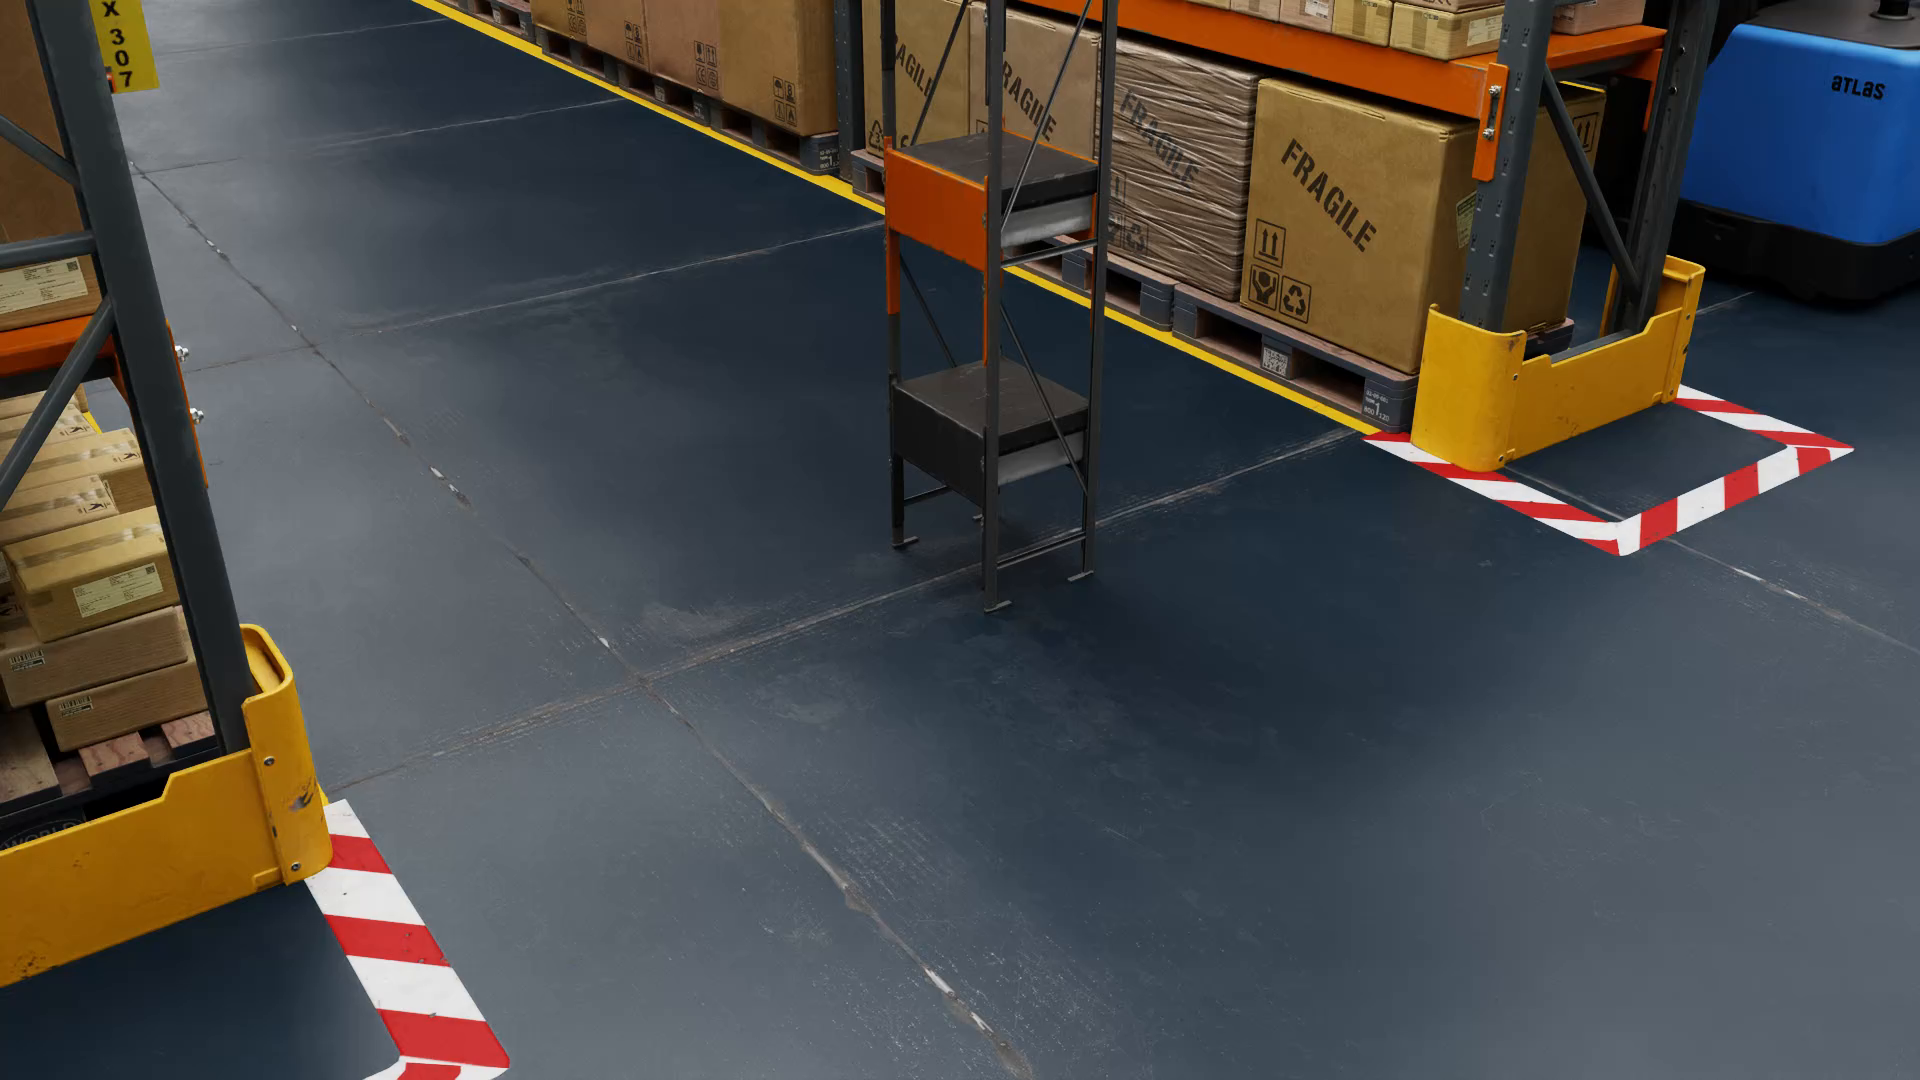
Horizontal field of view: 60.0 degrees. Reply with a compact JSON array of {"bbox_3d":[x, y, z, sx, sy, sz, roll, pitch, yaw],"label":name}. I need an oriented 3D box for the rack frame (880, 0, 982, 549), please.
[{"bbox_3d":[-0.046,-0.953,4.805,0.400,2.100,0.015,-19,34,-31],"label":"rack frame"}]

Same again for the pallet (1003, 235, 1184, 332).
[{"bbox_3d":[0.899,-1.310,7.442,1.003,0.211,1.213,-19,34,-31],"label":"pallet"}]

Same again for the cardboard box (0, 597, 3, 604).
[{"bbox_3d":[-2.391,0.031,4.285,0.380,0.149,0.250,-18,33,-30],"label":"cardboard box"}]

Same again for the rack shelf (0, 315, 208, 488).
[{"bbox_3d":[-3.129,-0.900,4.519,1.077,0.370,4.000,-19,34,-31],"label":"rack shelf"}]

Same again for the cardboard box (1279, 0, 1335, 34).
[{"bbox_3d":[1.357,-1.909,5.885,0.380,0.149,0.250,-19,34,-31],"label":"cardboard box"}]

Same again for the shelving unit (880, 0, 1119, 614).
[{"bbox_3d":[0.096,-0.858,4.630,0.431,2.100,0.503,-19,34,-31],"label":"shelving unit"}]

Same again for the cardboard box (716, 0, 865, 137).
[{"bbox_3d":[-0.578,-2.822,9.089,1.225,0.875,0.875,-19,34,-30],"label":"cardboard box"}]

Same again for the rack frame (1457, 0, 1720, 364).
[{"bbox_3d":[2.130,-1.773,5.371,1.000,3.000,0.127,-19,34,-31],"label":"rack frame"}]

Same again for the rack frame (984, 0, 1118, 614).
[{"bbox_3d":[0.238,-0.763,4.456,0.400,2.100,0.015,-19,34,-31],"label":"rack frame"}]

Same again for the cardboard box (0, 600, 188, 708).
[{"bbox_3d":[-2.064,0.224,3.930,0.380,0.149,0.250,-17,33,-29],"label":"cardboard box"}]

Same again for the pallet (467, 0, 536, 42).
[{"bbox_3d":[-2.963,-3.962,12.323,1.003,0.211,1.213,-19,34,-31],"label":"pallet"}]

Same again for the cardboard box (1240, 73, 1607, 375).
[{"bbox_3d":[1.693,-1.250,6.195,0.875,0.875,0.875,-19,34,-31],"label":"cardboard box"}]

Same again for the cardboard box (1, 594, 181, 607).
[{"bbox_3d":[-2.177,0.102,4.155,0.380,0.149,0.250,-19,34,-31],"label":"cardboard box"}]

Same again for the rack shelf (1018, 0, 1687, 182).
[{"bbox_3d":[0.970,-2.234,6.974,1.077,0.370,4.000,-19,34,-31],"label":"rack shelf"}]

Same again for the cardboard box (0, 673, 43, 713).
[{"bbox_3d":[-2.231,0.258,4.179,0.380,0.149,0.250,-19,34,-31],"label":"cardboard box"}]

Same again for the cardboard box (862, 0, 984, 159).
[{"bbox_3d":[0.127,-2.300,8.128,0.875,0.875,0.875,-19,34,-31],"label":"cardboard box"}]

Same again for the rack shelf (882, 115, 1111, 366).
[{"bbox_3d":[0.096,-0.846,4.637,0.431,0.518,0.480,-19,34,-31],"label":"rack shelf"}]

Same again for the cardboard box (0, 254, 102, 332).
[{"bbox_3d":[-1.890,-0.545,3.374,0.380,0.149,0.250,-19,34,-31],"label":"cardboard box"}]

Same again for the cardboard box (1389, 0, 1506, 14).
[{"bbox_3d":[1.632,-1.952,5.548,0.500,0.250,0.500,-19,34,-31],"label":"cardboard box"}]

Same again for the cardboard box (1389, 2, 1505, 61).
[{"bbox_3d":[1.655,-1.710,5.518,0.380,0.149,0.250,-18,33,-30],"label":"cardboard box"}]

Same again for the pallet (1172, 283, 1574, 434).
[{"bbox_3d":[1.602,-0.836,6.569,1.003,0.211,1.213,-19,34,-31],"label":"pallet"}]

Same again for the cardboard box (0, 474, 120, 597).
[{"bbox_3d":[-2.254,-0.004,4.038,0.380,0.149,0.250,-18,33,-30],"label":"cardboard box"}]

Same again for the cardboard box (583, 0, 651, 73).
[{"bbox_3d":[-1.617,-3.511,10.358,1.225,0.875,0.875,-19,34,-30],"label":"cardboard box"}]

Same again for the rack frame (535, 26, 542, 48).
[{"bbox_3d":[-2.511,-4.883,11.098,1.000,3.000,0.127,-19,34,-31],"label":"rack frame"}]

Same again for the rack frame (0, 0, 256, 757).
[{"bbox_3d":[-1.969,-0.439,2.915,1.000,3.000,0.127,-19,34,-31],"label":"rack frame"}]

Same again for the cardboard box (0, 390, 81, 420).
[{"bbox_3d":[-2.660,-0.321,4.622,0.380,0.149,0.250,-17,33,-29],"label":"cardboard box"}]

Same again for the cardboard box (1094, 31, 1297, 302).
[{"bbox_3d":[1.165,-1.604,6.847,0.875,0.875,0.875,-19,34,-31],"label":"cardboard box"}]

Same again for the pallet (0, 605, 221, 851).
[{"bbox_3d":[-2.456,0.431,4.235,1.003,0.211,1.213,-19,34,-31],"label":"pallet"}]

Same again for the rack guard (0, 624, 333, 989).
[{"bbox_3d":[-2.013,0.630,3.566,1.175,0.500,0.348,-19,34,-31],"label":"rack guard"}]

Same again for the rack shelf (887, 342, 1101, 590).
[{"bbox_3d":[0.096,-0.231,4.971,0.431,0.518,0.480,-19,34,-31],"label":"rack shelf"}]

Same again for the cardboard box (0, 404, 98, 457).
[{"bbox_3d":[-2.507,-0.211,4.419,0.380,0.149,0.250,-21,35,-33],"label":"cardboard box"}]

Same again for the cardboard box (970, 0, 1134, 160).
[{"bbox_3d":[0.649,-1.950,7.484,0.875,0.875,0.875,-19,34,-31],"label":"cardboard box"}]

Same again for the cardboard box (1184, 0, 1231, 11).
[{"bbox_3d":[1.061,-2.106,6.249,0.380,0.149,0.250,-20,34,-32],"label":"cardboard box"}]

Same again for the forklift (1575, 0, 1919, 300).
[{"bbox_3d":[3.219,-2.928,7.570,1.130,2.935,3.031,-20,34,-33],"label":"forklift"}]

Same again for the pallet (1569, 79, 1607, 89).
[{"bbox_3d":[4.302,-3.198,10.918,1.003,0.211,1.213,-19,34,-31],"label":"pallet"}]

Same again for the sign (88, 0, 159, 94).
[{"bbox_3d":[-1.527,-0.970,2.985,0.100,0.325,0.005,-19,34,-31],"label":"sign"}]

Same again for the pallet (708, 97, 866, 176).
[{"bbox_3d":[-0.699,-2.381,9.414,1.003,0.211,1.213,-19,34,-31],"label":"pallet"}]

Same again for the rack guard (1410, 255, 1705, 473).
[{"bbox_3d":[2.144,-0.665,5.951,1.175,0.500,0.348,-19,34,-31],"label":"rack guard"}]

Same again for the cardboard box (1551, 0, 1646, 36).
[{"bbox_3d":[2.193,-1.892,5.853,0.380,0.149,0.250,-18,33,-30],"label":"cardboard box"}]

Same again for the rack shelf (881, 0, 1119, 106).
[{"bbox_3d":[0.096,-1.461,4.303,0.431,0.518,0.480,-19,34,-31],"label":"rack shelf"}]

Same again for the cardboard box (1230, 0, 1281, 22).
[{"bbox_3d":[1.213,-2.006,6.064,0.380,0.149,0.250,-18,33,-30],"label":"cardboard box"}]

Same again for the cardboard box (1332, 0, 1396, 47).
[{"bbox_3d":[1.503,-1.810,5.703,0.380,0.149,0.250,-18,33,-30],"label":"cardboard box"}]

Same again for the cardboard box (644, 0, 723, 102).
[{"bbox_3d":[-1.097,-3.169,9.728,1.225,0.875,0.875,-20,34,-32],"label":"cardboard box"}]

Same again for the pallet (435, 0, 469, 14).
[{"bbox_3d":[-3.666,-4.436,13.196,1.003,0.211,1.213,-19,34,-31],"label":"pallet"}]

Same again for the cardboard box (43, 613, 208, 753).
[{"bbox_3d":[-2.012,0.337,4.034,0.380,0.149,0.250,-18,33,-30],"label":"cardboard box"}]

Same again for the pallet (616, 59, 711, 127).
[{"bbox_3d":[-1.411,-2.856,10.288,1.003,0.211,1.213,-19,34,-31],"label":"pallet"}]

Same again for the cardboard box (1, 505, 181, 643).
[{"bbox_3d":[-1.996,0.070,3.902,0.380,0.149,0.250,-21,35,-33],"label":"cardboard box"}]

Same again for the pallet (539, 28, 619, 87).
[{"bbox_3d":[-2.115,-3.330,11.160,1.003,0.211,1.213,-19,34,-31],"label":"pallet"}]

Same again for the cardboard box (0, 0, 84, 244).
[{"bbox_3d":[-2.005,-0.865,3.283,0.500,0.500,0.500,-17,33,-28],"label":"cardboard box"}]

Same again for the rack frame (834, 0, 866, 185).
[{"bbox_3d":[-0.190,-3.328,8.234,1.000,3.000,0.127,-19,34,-31],"label":"rack frame"}]

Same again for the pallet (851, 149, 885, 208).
[{"bbox_3d":[0.187,-1.785,8.316,1.003,0.211,1.213,-19,34,-31],"label":"pallet"}]

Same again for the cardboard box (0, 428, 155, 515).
[{"bbox_3d":[-2.296,-0.137,4.283,0.380,0.149,0.250,-19,34,-31],"label":"cardboard box"}]

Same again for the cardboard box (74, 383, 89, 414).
[{"bbox_3d":[-2.776,-0.436,4.834,0.380,0.149,0.250,-18,33,-30],"label":"cardboard box"}]

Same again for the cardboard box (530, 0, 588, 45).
[{"bbox_3d":[-2.127,-3.860,11.000,1.225,0.875,0.875,-21,35,-33],"label":"cardboard box"}]
